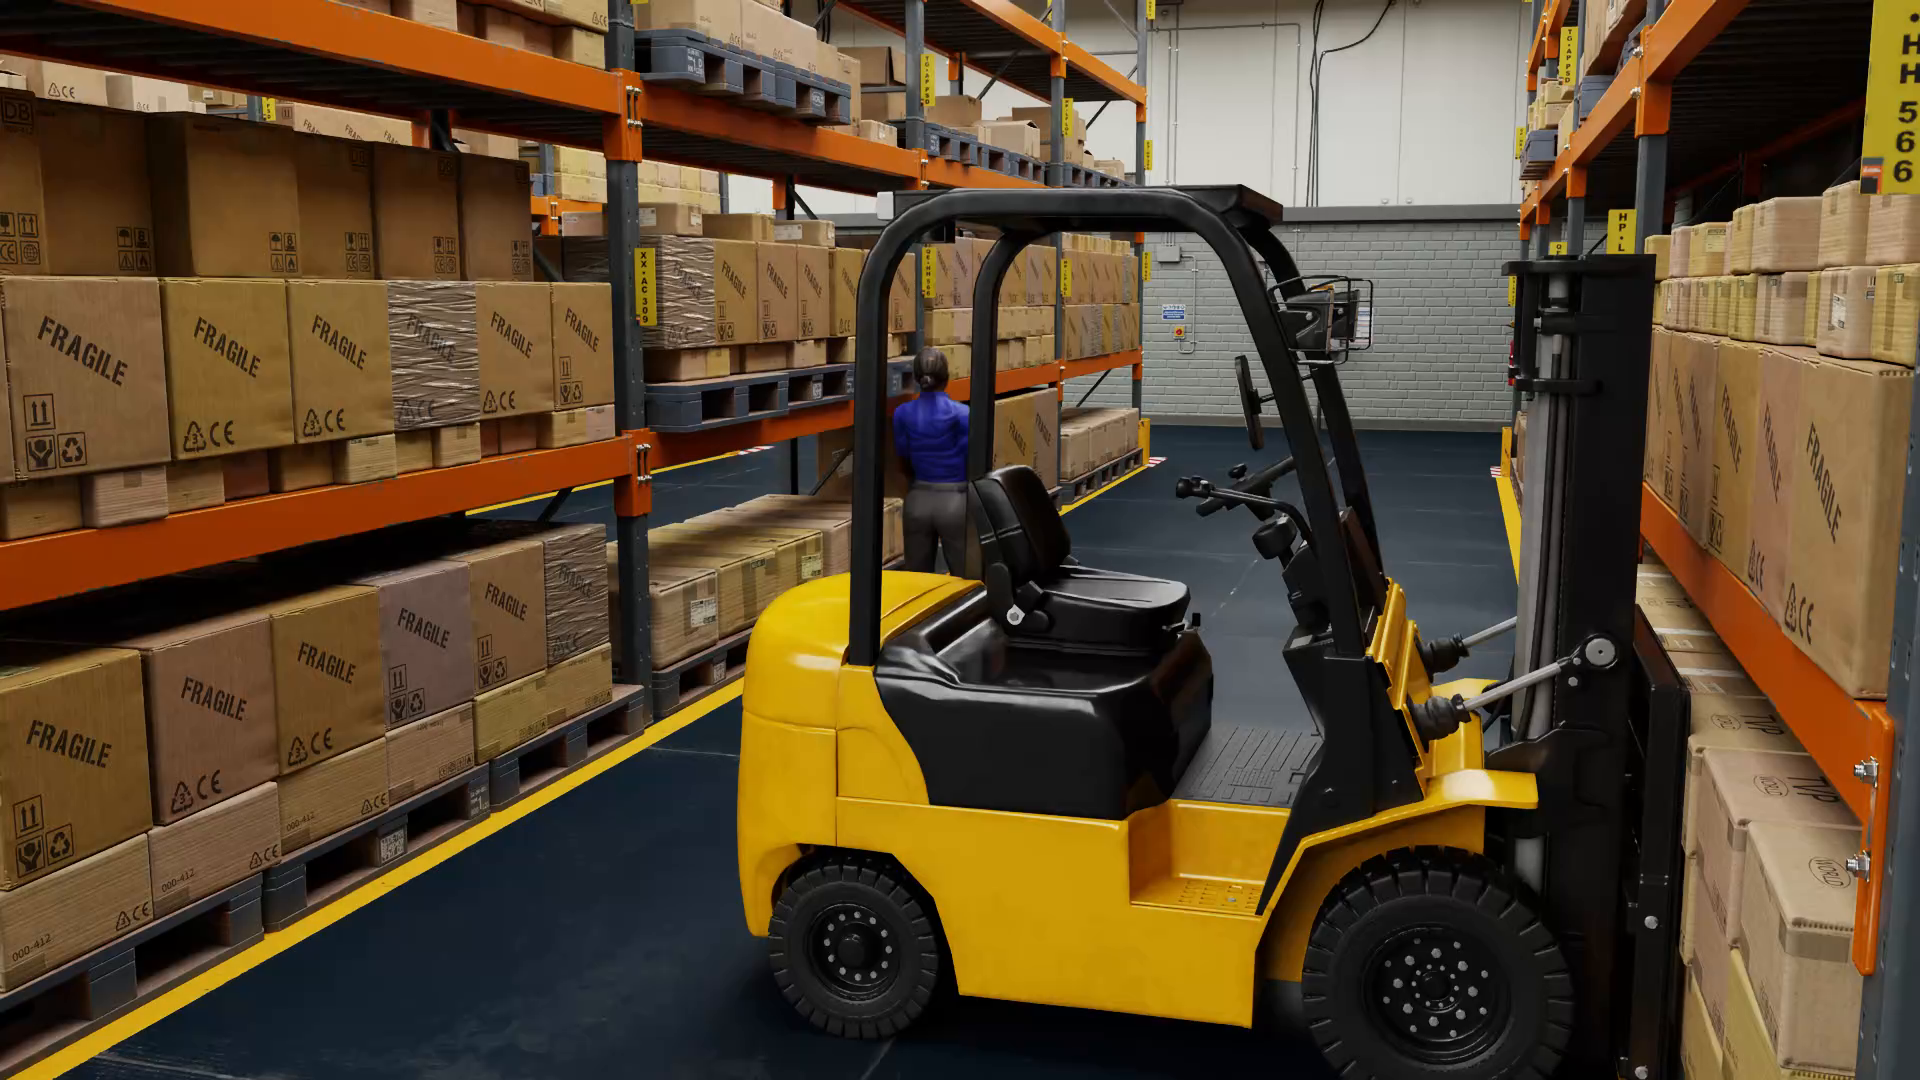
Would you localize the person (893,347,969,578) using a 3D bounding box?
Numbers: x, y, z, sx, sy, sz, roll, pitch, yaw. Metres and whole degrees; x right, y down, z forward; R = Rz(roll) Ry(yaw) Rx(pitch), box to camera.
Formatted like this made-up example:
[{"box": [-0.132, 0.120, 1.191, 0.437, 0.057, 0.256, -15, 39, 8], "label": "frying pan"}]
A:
[{"box": [-0.074, -0.119, 8.161, 0.456, 1.655, 0.507, 3, 9, 21], "label": "person"}]
